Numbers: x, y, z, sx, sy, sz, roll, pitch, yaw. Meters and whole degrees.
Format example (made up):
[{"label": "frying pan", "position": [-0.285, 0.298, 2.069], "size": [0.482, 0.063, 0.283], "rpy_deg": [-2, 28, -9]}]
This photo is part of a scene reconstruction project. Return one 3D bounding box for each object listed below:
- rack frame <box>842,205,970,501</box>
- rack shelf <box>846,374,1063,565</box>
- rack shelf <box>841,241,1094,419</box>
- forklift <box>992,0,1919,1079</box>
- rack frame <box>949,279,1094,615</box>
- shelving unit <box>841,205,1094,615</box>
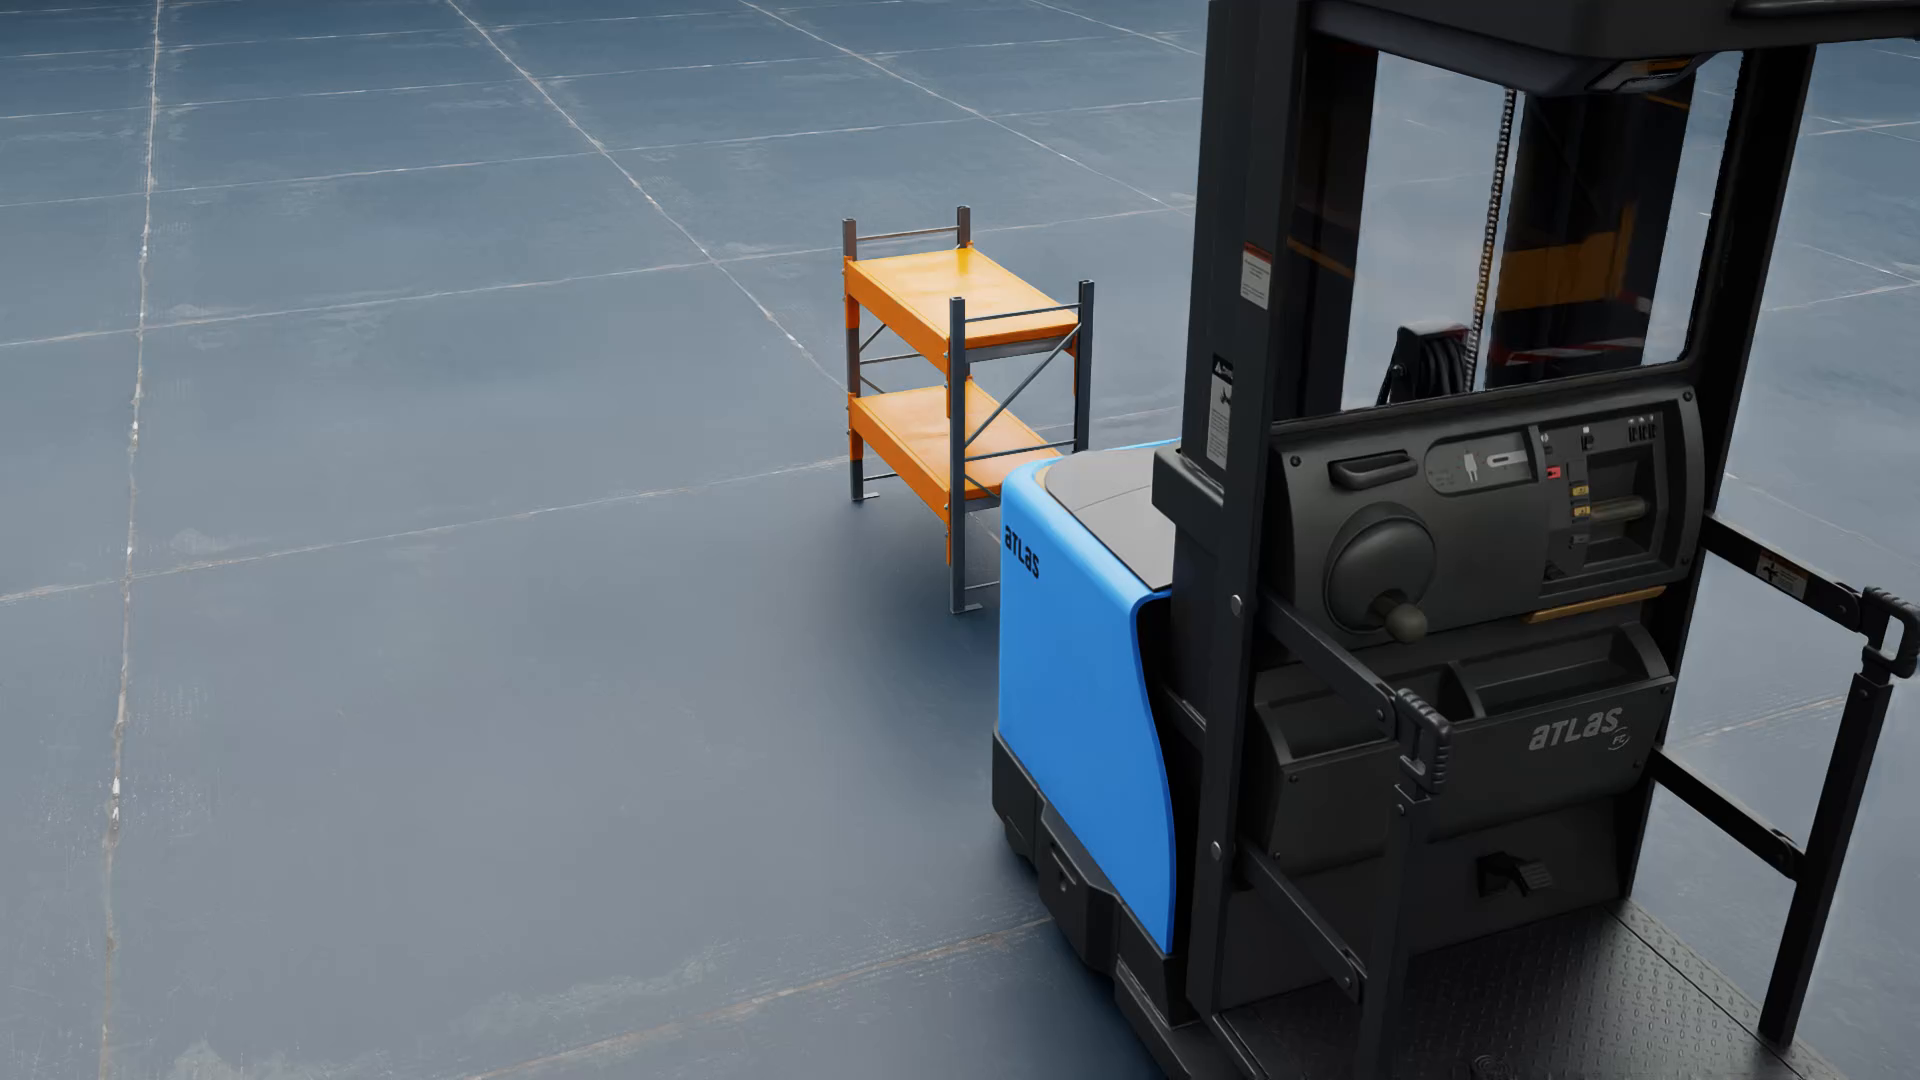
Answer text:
[{"label": "rack frame", "position": [-0.196, -0.708, 6.418], "size": [0.500, 1.125, 0.032], "rpy_deg": [-11, 28, -21]}, {"label": "rack shelf", "position": [0.003, -0.283, 6.105], "size": [0.538, 0.278, 1.000], "rpy_deg": [-11, 28, -21]}, {"label": "rack shelf", "position": [0.003, -0.766, 5.869], "size": [0.538, 0.278, 1.000], "rpy_deg": [-11, 28, -21]}, {"label": "forklift", "position": [1.094, -0.018, 2.947], "size": [1.130, 2.935, 3.031], "rpy_deg": [-10, 28, -19]}, {"label": "rack frame", "position": [0.202, -0.298, 5.577], "size": [0.500, 1.125, 0.032], "rpy_deg": [-11, 28, -21]}, {"label": "shelving unit", "position": [0.003, -0.503, 5.998], "size": [0.538, 1.125, 1.048], "rpy_deg": [-11, 28, -21]}]
